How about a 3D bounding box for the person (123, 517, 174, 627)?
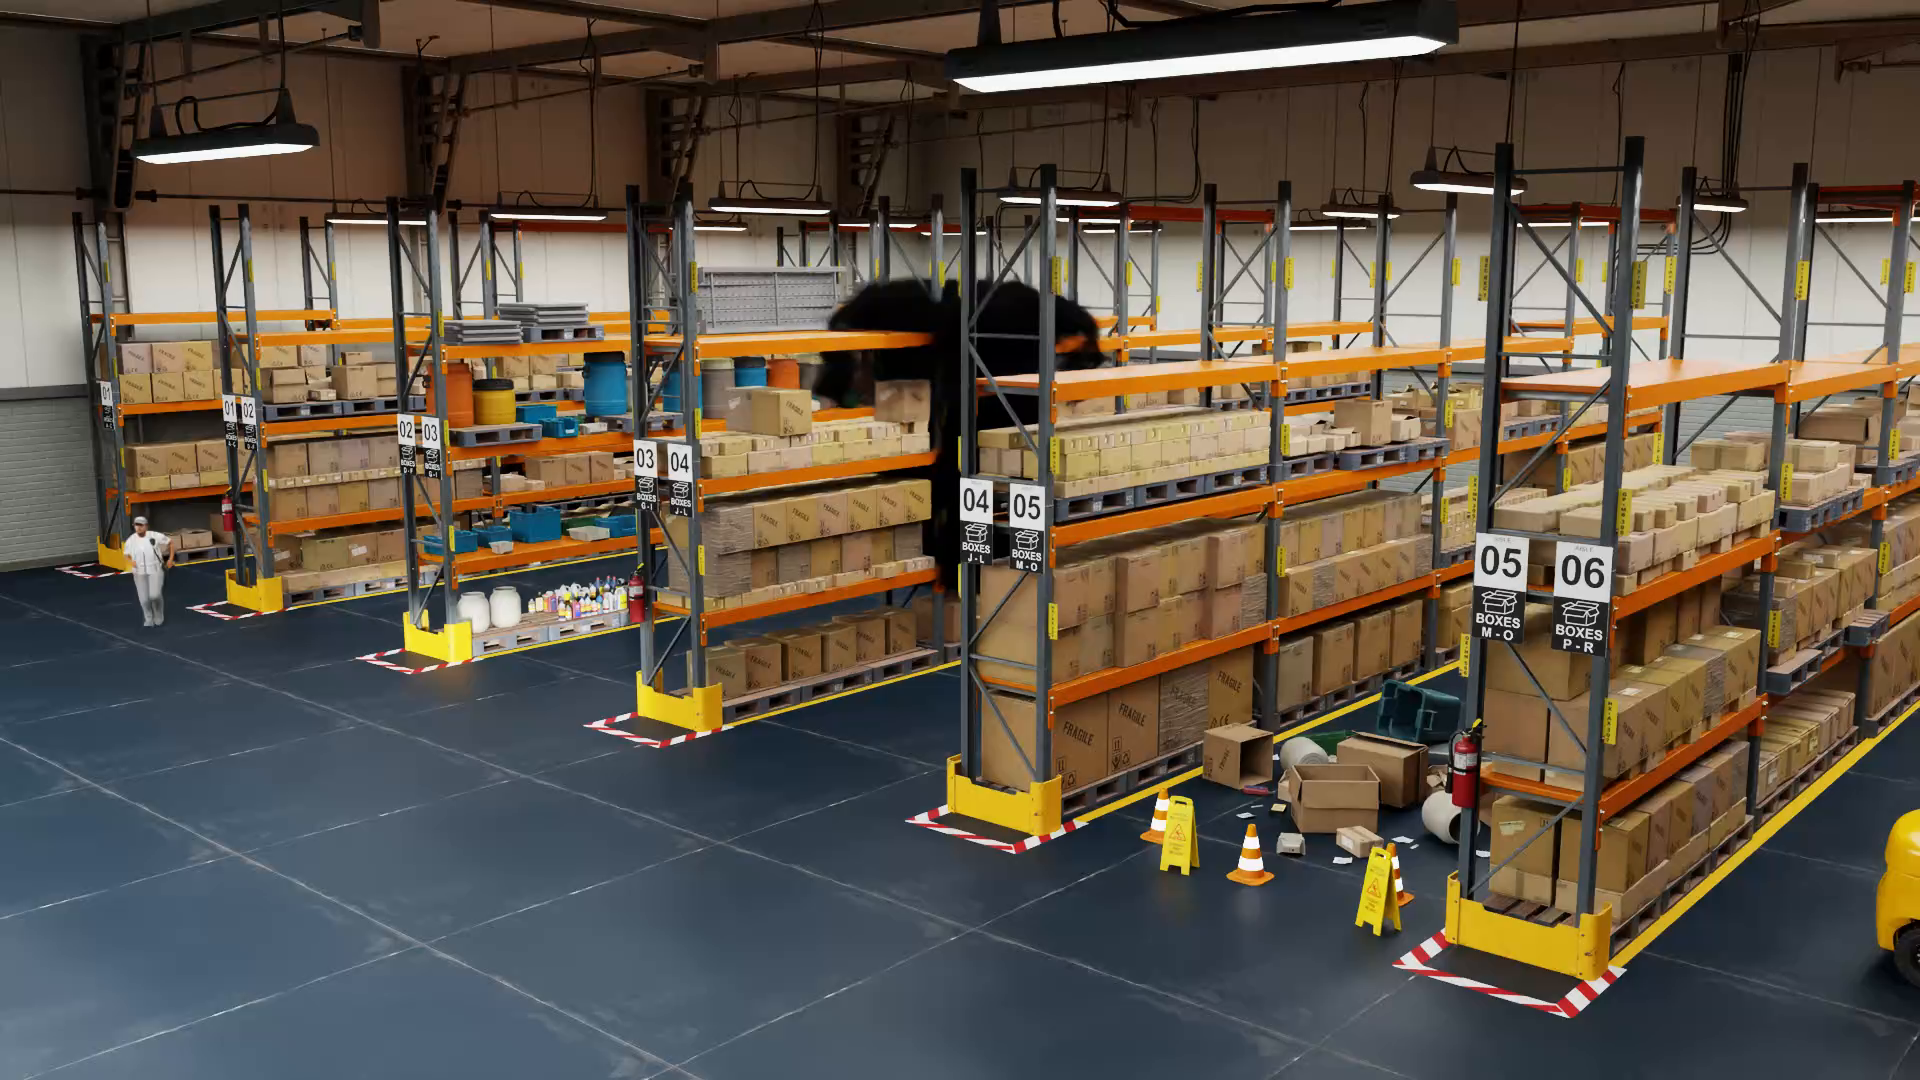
[{"bbox_3d":[-11.468,0.464,23.523,0.622,1.619,0.760,-2,10,-13],"label":"person"}]
